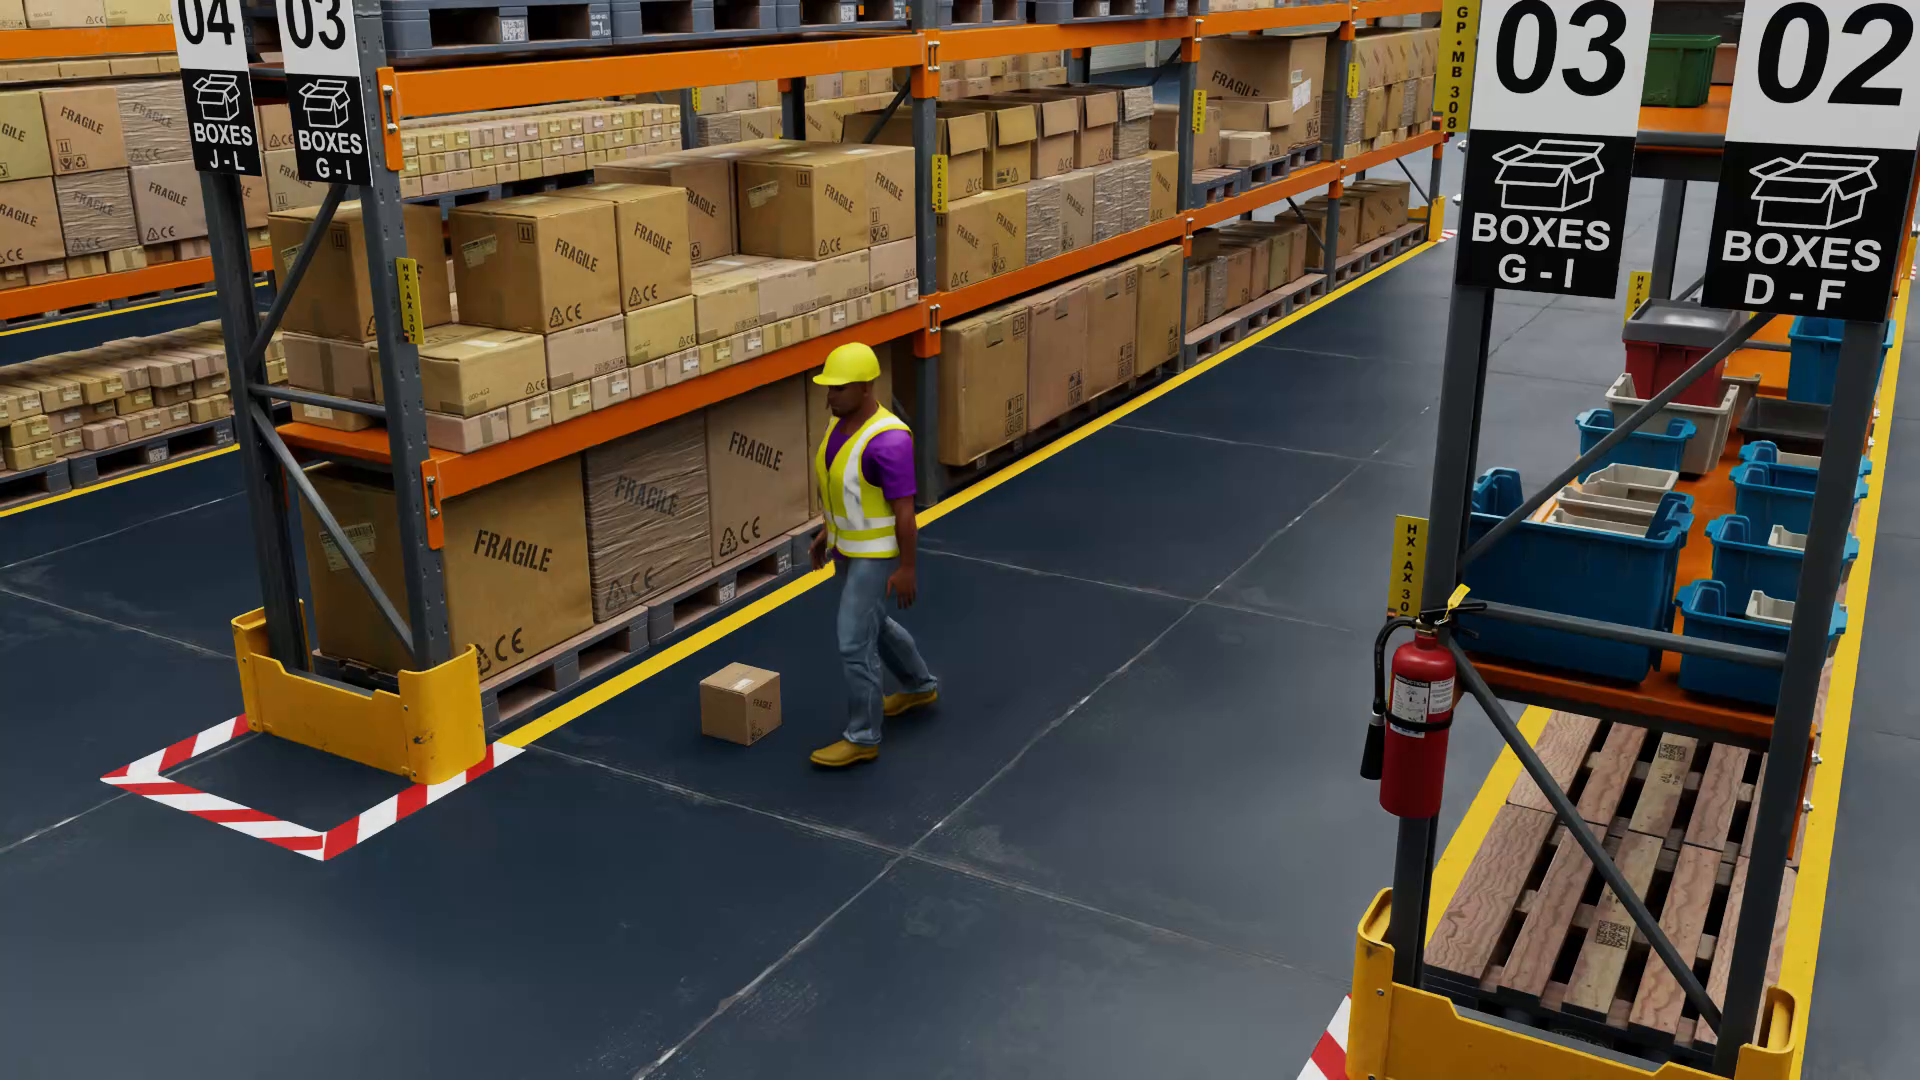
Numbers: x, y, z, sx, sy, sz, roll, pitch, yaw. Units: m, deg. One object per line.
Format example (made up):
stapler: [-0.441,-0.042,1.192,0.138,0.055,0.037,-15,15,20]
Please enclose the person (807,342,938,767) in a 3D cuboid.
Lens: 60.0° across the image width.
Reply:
person: [-0.379,0.031,6.963,0.738,1.754,0.637,-11,22,-28]
